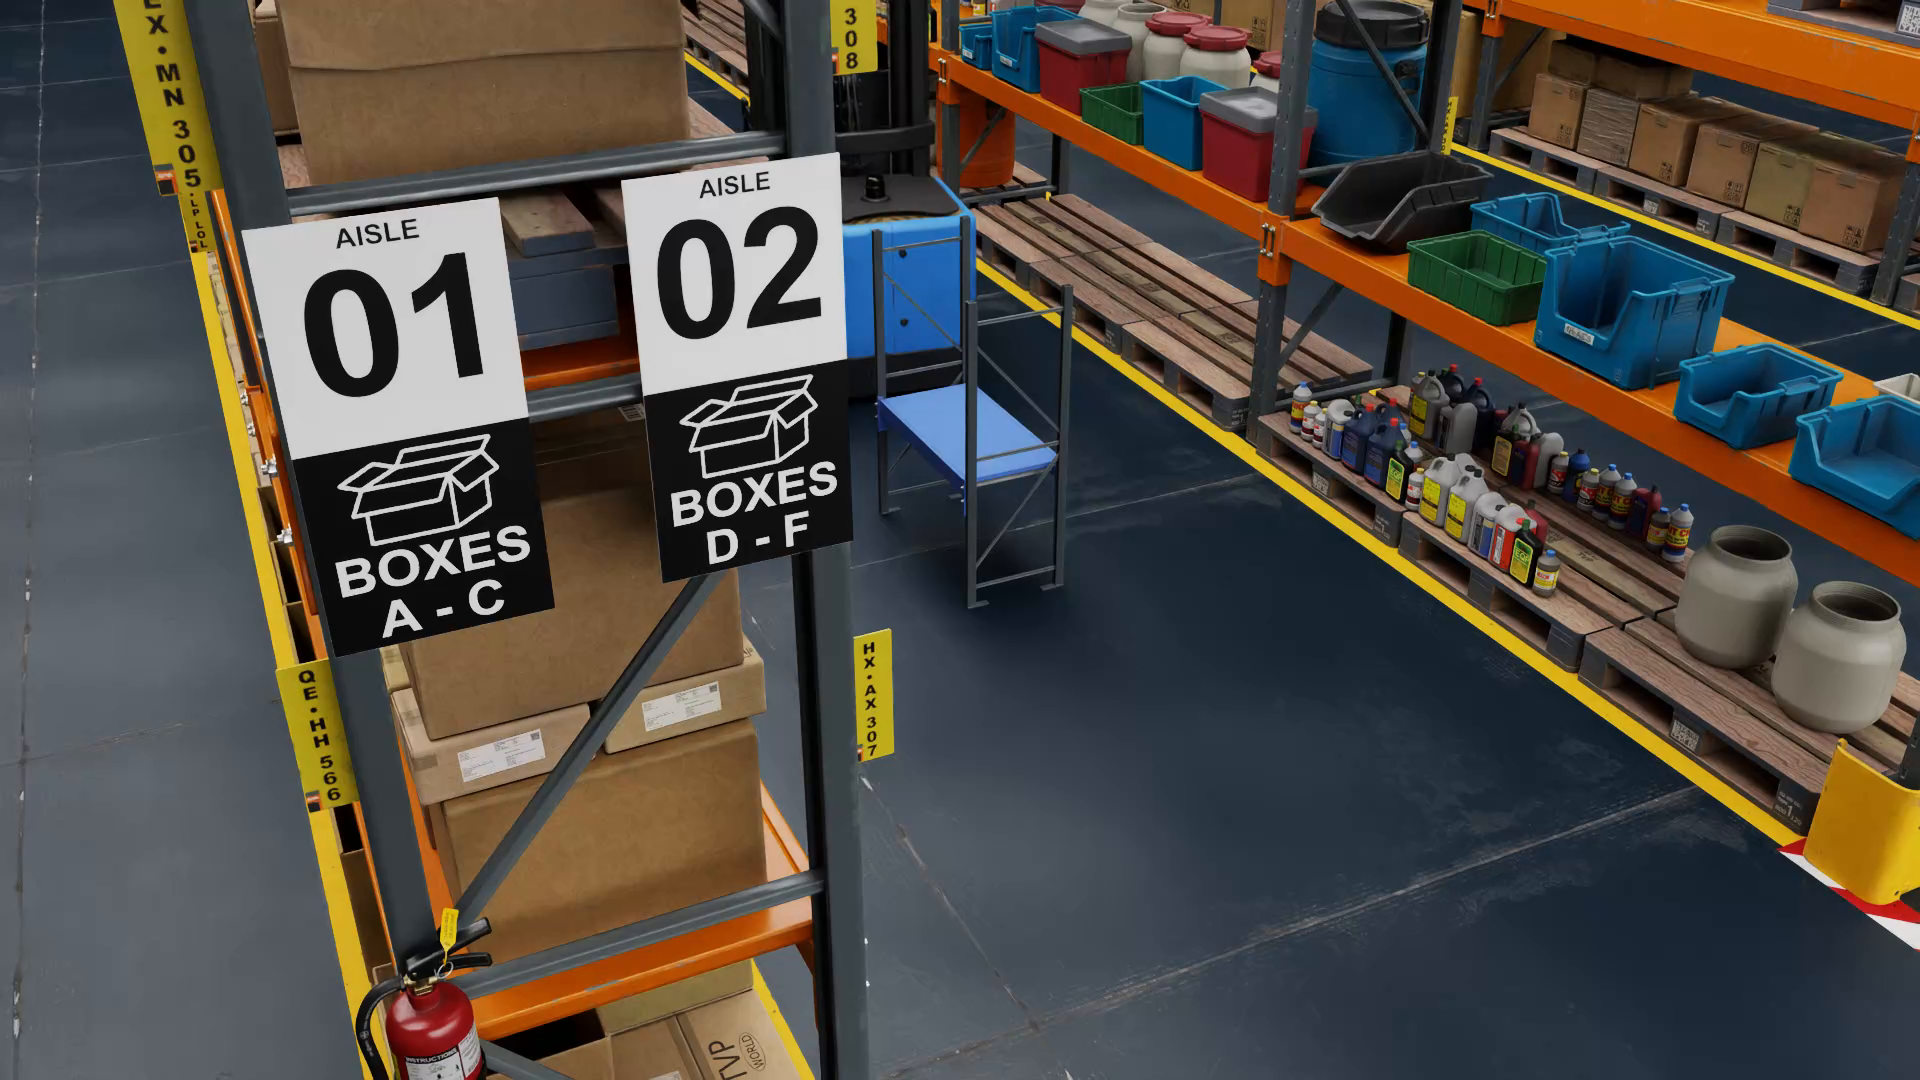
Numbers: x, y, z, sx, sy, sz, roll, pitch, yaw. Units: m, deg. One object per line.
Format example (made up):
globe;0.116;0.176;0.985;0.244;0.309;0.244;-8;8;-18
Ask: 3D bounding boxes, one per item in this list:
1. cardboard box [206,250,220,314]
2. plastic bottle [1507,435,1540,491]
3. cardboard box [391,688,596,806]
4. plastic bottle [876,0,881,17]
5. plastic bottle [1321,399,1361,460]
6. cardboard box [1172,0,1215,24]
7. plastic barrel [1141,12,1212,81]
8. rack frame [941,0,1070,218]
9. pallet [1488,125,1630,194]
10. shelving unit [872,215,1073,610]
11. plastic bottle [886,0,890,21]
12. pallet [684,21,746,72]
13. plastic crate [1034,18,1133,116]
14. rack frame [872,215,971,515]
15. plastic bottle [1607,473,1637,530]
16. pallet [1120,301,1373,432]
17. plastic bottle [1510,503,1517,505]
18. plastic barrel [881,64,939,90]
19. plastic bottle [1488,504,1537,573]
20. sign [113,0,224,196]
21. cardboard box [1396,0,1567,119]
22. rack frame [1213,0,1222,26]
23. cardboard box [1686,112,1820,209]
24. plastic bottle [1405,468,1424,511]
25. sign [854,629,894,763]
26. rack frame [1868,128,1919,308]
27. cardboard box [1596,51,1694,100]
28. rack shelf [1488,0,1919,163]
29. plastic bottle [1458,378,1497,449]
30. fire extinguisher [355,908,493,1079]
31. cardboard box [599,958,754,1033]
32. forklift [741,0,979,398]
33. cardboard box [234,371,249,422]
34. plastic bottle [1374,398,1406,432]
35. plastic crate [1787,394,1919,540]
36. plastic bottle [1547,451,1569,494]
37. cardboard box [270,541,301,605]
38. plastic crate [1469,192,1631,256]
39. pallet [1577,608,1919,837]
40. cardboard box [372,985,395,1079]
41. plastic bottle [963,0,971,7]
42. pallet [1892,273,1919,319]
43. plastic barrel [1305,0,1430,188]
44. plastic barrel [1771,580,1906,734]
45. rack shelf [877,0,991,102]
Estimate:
cardboard box;-4.171;-1.602;9.848;0.500;0.311;0.500;-12;31;-20
plastic bottle;2.789;-0.398;8.221;0.061;0.283;0.133;-13;32;-22
cardboard box;-1.033;0.412;3.682;0.380;0.149;0.250;-14;32;-23
plastic bottle;-0.598;-4.122;12.737;0.097;0.201;0.097;0;29;0
plastic bottle;1.966;-0.572;8.538;0.152;0.276;0.135;-12;31;-20
cardboard box;2.889;-6.076;17.762;0.875;0.875;0.875;-13;32;-22
plastic barrel;1.348;-2.981;10.360;0.433;0.535;0.433;0;29;0
rack frame;0.344;-3.705;11.790;1.000;3.000;0.127;-13;32;-22
pallet;5.152;-3.183;13.710;1.003;0.211;1.213;-13;32;-22
shelving unit;0.037;-0.616;7.816;0.538;1.500;1.048;-13;32;-22
plastic bottle;-0.514;-4.066;12.566;0.097;0.271;0.097;0;29;0
pallet;-2.251;-5.112;17.150;1.003;0.211;1.213;-13;32;-22
plastic crate;0.762;-2.954;10.387;0.402;0.464;0.583;-13;32;-22
rack frame;-0.182;-0.841;8.216;0.500;1.500;0.032;-13;32;-22
plastic bottle;3.135;-0.190;7.862;0.097;0.271;0.097;0;29;0
pallet;1.689;-1.060;9.925;1.003;0.211;1.213;-13;32;-22
plastic bottle;2.556;-0.074;7.727;0.097;0.201;0.097;0;29;0
plastic barrel;-0.366;-3.547;13.545;0.600;0.588;0.708;-13;32;-22
plastic bottle;2.511;-0.011;7.538;0.152;0.276;0.135;-13;32;-22
sign;-1.193;-0.685;2.513;0.100;0.325;0.005;-13;32;-22
cardboard box;4.540;-4.310;14.613;1.225;0.875;0.875;-15;32;-24
rack frame;3.100;-6.512;16.795;1.000;3.000;0.127;-13;32;-22
cardboard box;5.862;-2.817;12.312;0.700;0.500;0.500;-16;33;-26
plastic bottle;2.215;-0.252;8.044;0.097;0.201;0.097;0;29;0
sign;-0.193;0.342;3.608;0.100;0.325;0.005;-13;32;-22
rack frame;6.535;-2.978;10.493;1.000;3.000;0.127;-13;32;-22
cardboard box;5.369;-3.651;13.034;0.500;0.250;0.500;-9;31;-16
rack shelf;5.676;-3.547;12.245;1.077;0.370;4.000;-13;32;-22
plastic bottle;2.681;-0.665;8.628;0.144;0.351;0.185;-15;32;-24
fire extinguisher;-1.065;1.051;3.388;0.296;0.674;0.183;-13;32;-22
cardboard box;-0.942;1.053;4.921;0.500;0.500;0.500;-13;32;-22
forklift;-0.791;-2.781;10.212;1.130;2.935;3.031;-8;30;-14
cardboard box;-3.288;-0.696;8.233;0.500;0.311;0.500;-13;32;-22
plastic bottle;2.163;-0.561;8.442;0.144;0.351;0.185;-13;32;-22
plastic crate;3.293;-0.264;5.806;0.499;0.251;0.616;-13;32;-22
plastic bottle;2.961;-0.339;8.198;0.097;0.201;0.097;0;29;0
cardboard box;-2.276;0.280;6.300;0.500;0.500;0.500;-13;32;-22
plastic crate;2.782;-1.441;7.905;0.499;0.251;0.616;-13;32;-22
pallet;3.360;0.662;6.854;1.003;0.211;1.213;-13;32;-22
cardboard box;-1.419;1.491;4.907;0.500;0.250;0.500;-13;32;-22
plastic bottle;0.070;-4.330;13.036;0.097;0.271;0.097;0;29;0
pallet;6.855;-1.472;10.659;1.003;0.211;1.213;-13;32;-22
plastic barrel;2.169;-2.391;8.934;0.600;0.901;0.708;-13;32;-22
plastic barrel;3.427;0.457;6.483;0.421;0.512;0.421;0;29;0
rack shelf;-0.514;-4.274;13.541;1.077;0.370;4.000;-13;32;-22
